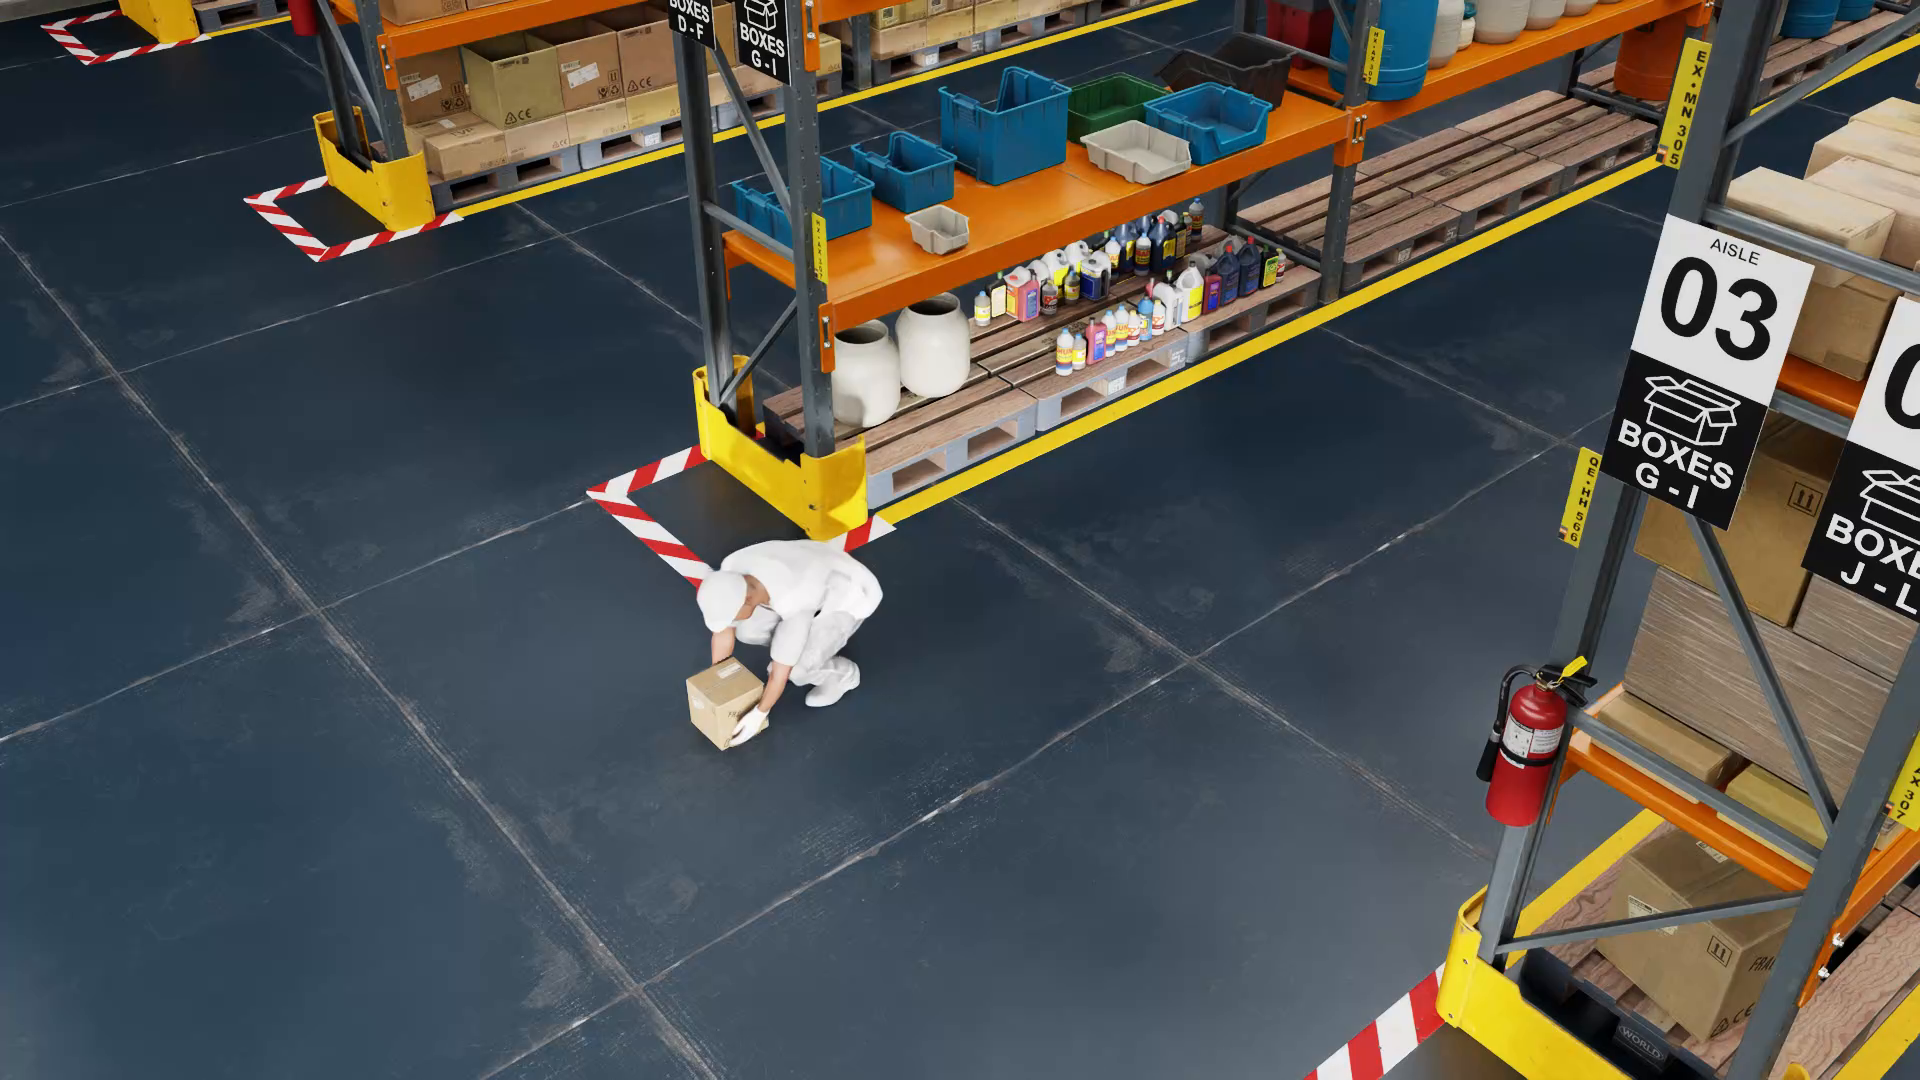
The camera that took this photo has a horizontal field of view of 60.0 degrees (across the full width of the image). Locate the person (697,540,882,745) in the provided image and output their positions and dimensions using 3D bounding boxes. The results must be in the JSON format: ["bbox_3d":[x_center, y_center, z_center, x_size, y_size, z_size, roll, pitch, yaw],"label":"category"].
[{"bbox_3d":[-0.758,0.351,7.361,0.906,0.880,0.580,-26,43,-31],"label":"person"}]
